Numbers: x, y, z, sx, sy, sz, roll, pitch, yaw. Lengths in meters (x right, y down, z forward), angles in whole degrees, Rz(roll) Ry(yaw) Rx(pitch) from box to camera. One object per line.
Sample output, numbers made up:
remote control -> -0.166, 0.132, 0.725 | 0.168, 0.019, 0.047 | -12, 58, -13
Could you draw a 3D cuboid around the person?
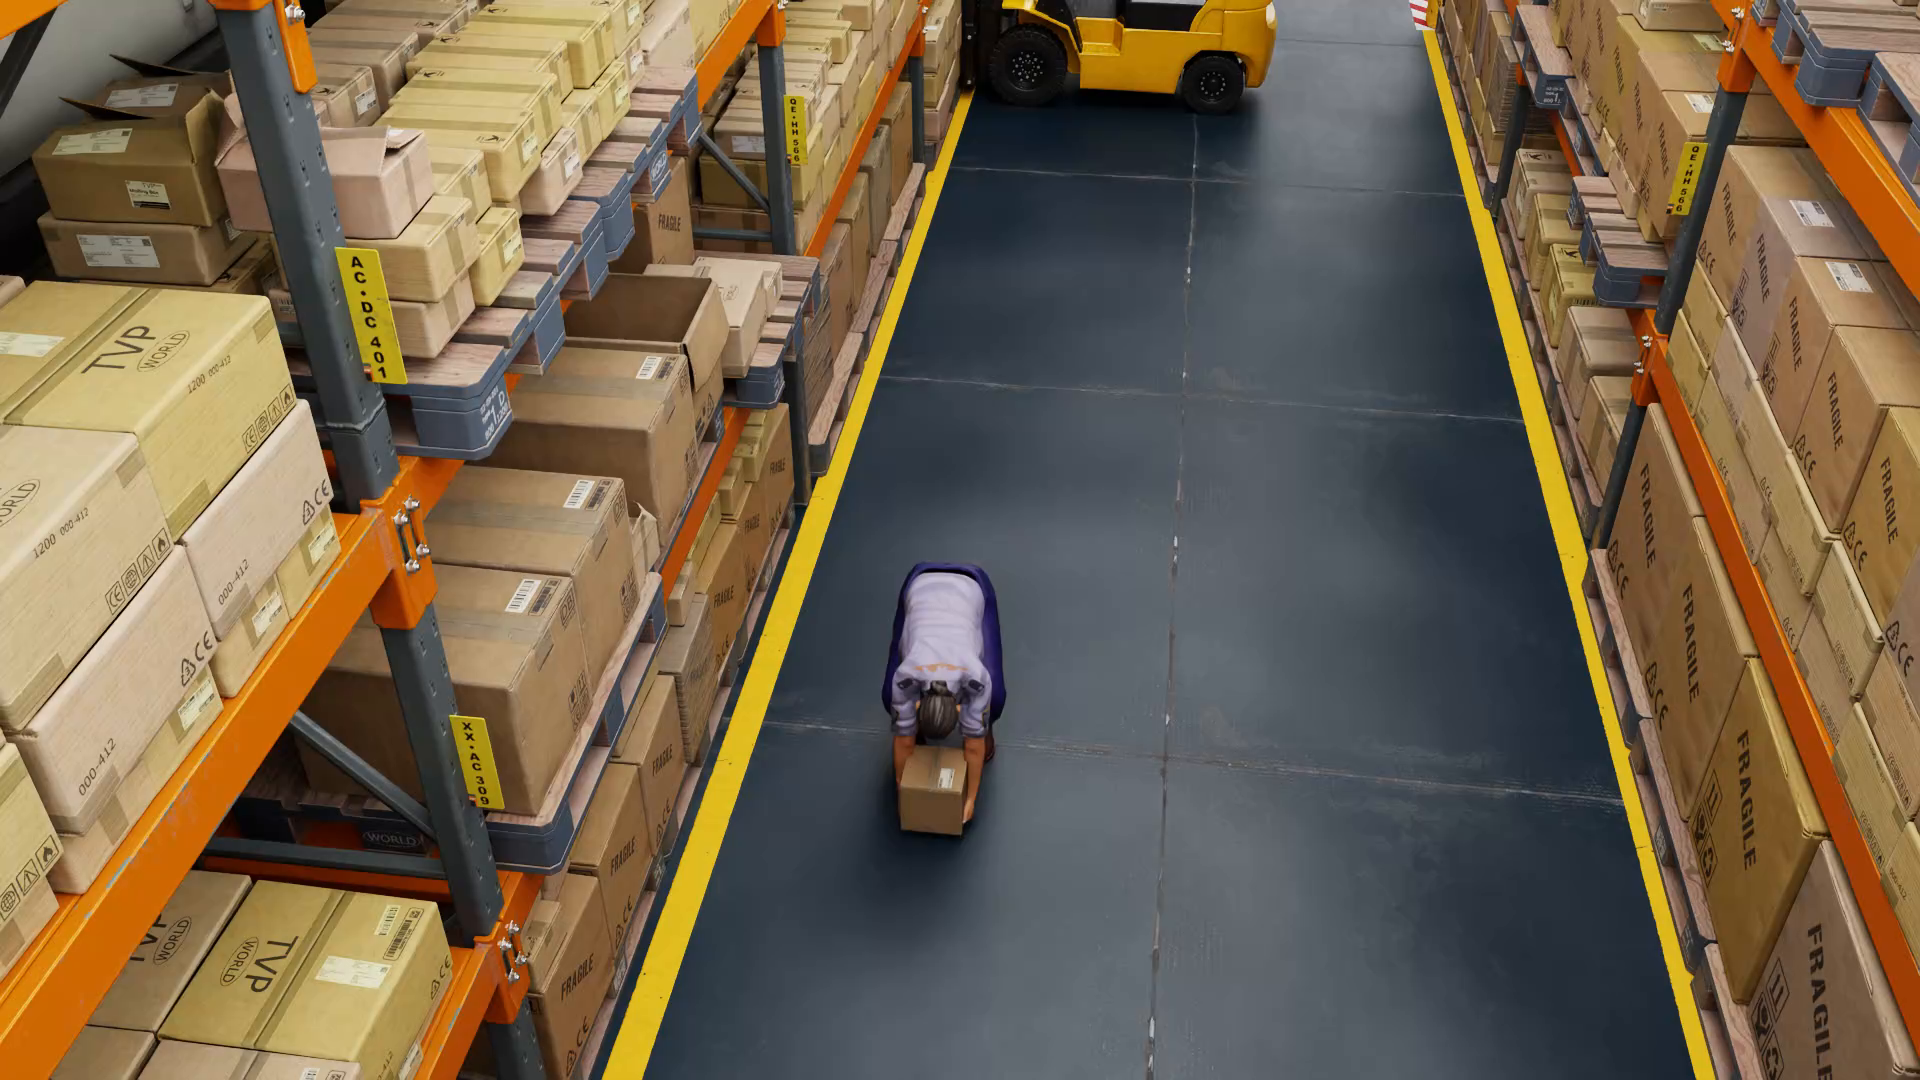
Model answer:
person -> -0.044, 0.196, 6.791 | 0.551, 1.636, 0.367 | 3, 36, 4
